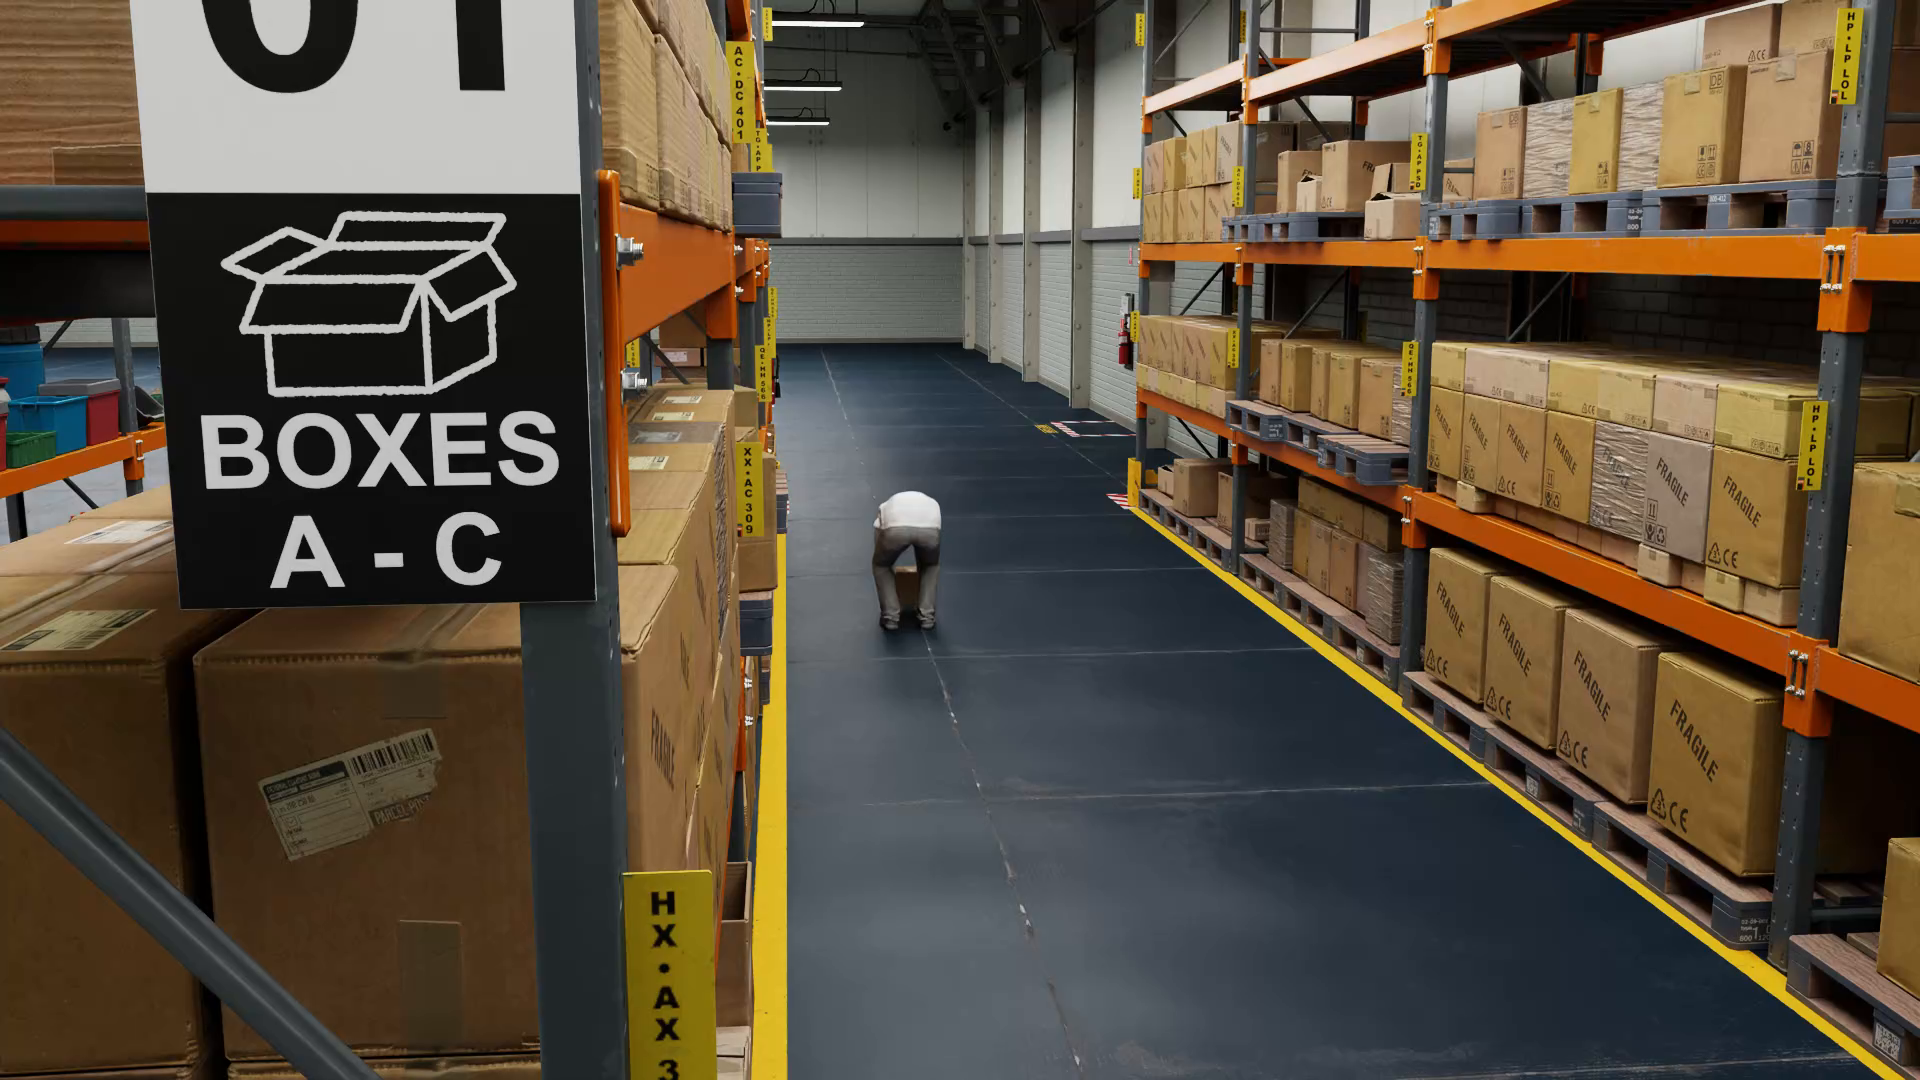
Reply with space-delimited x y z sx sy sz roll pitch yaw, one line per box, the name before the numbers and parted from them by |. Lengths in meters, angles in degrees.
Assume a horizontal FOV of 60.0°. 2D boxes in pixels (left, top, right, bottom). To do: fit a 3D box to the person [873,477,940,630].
person | -0.418 0.055 12.465 0.476 1.101 1.000 -1 10 -8
